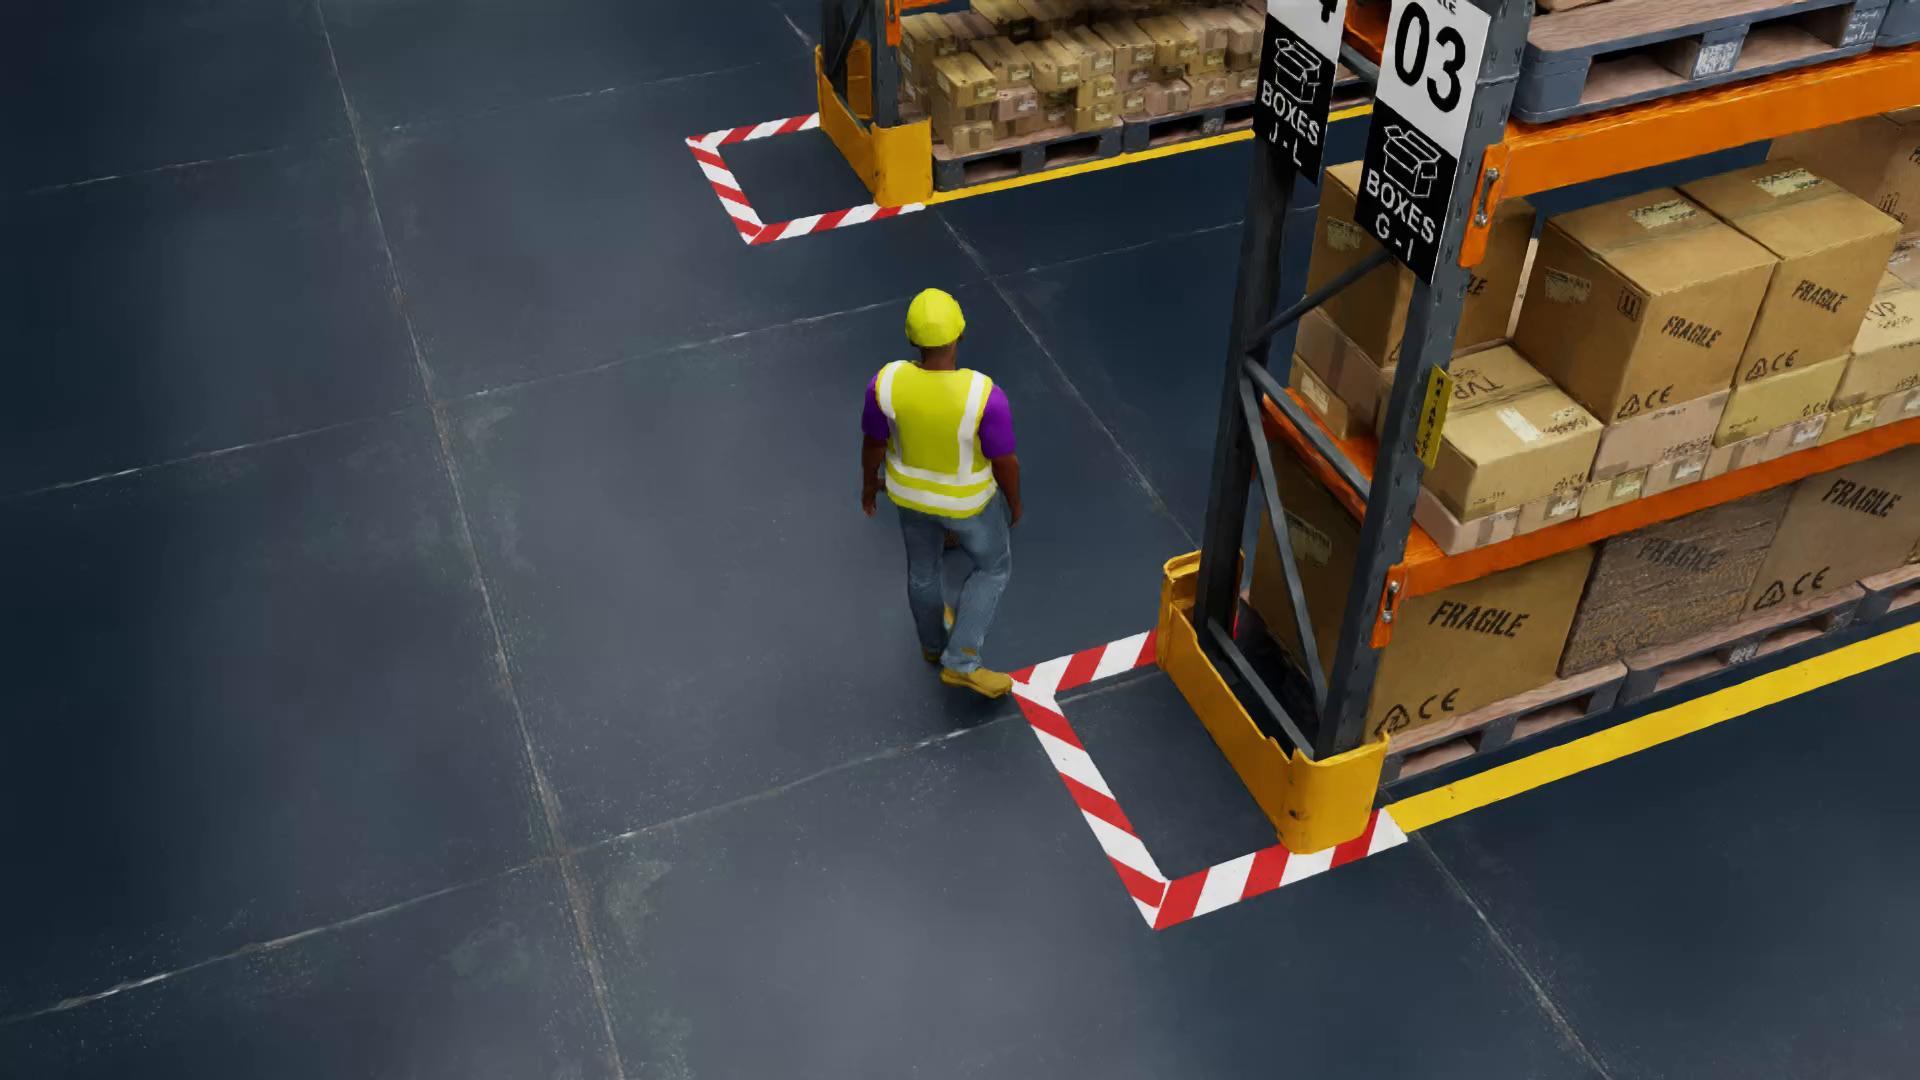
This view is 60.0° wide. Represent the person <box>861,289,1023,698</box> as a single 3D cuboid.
[{"bbox_3d":[-0.065,-0.172,6.323,0.667,1.766,0.523,12,43,14],"label":"person"}]
